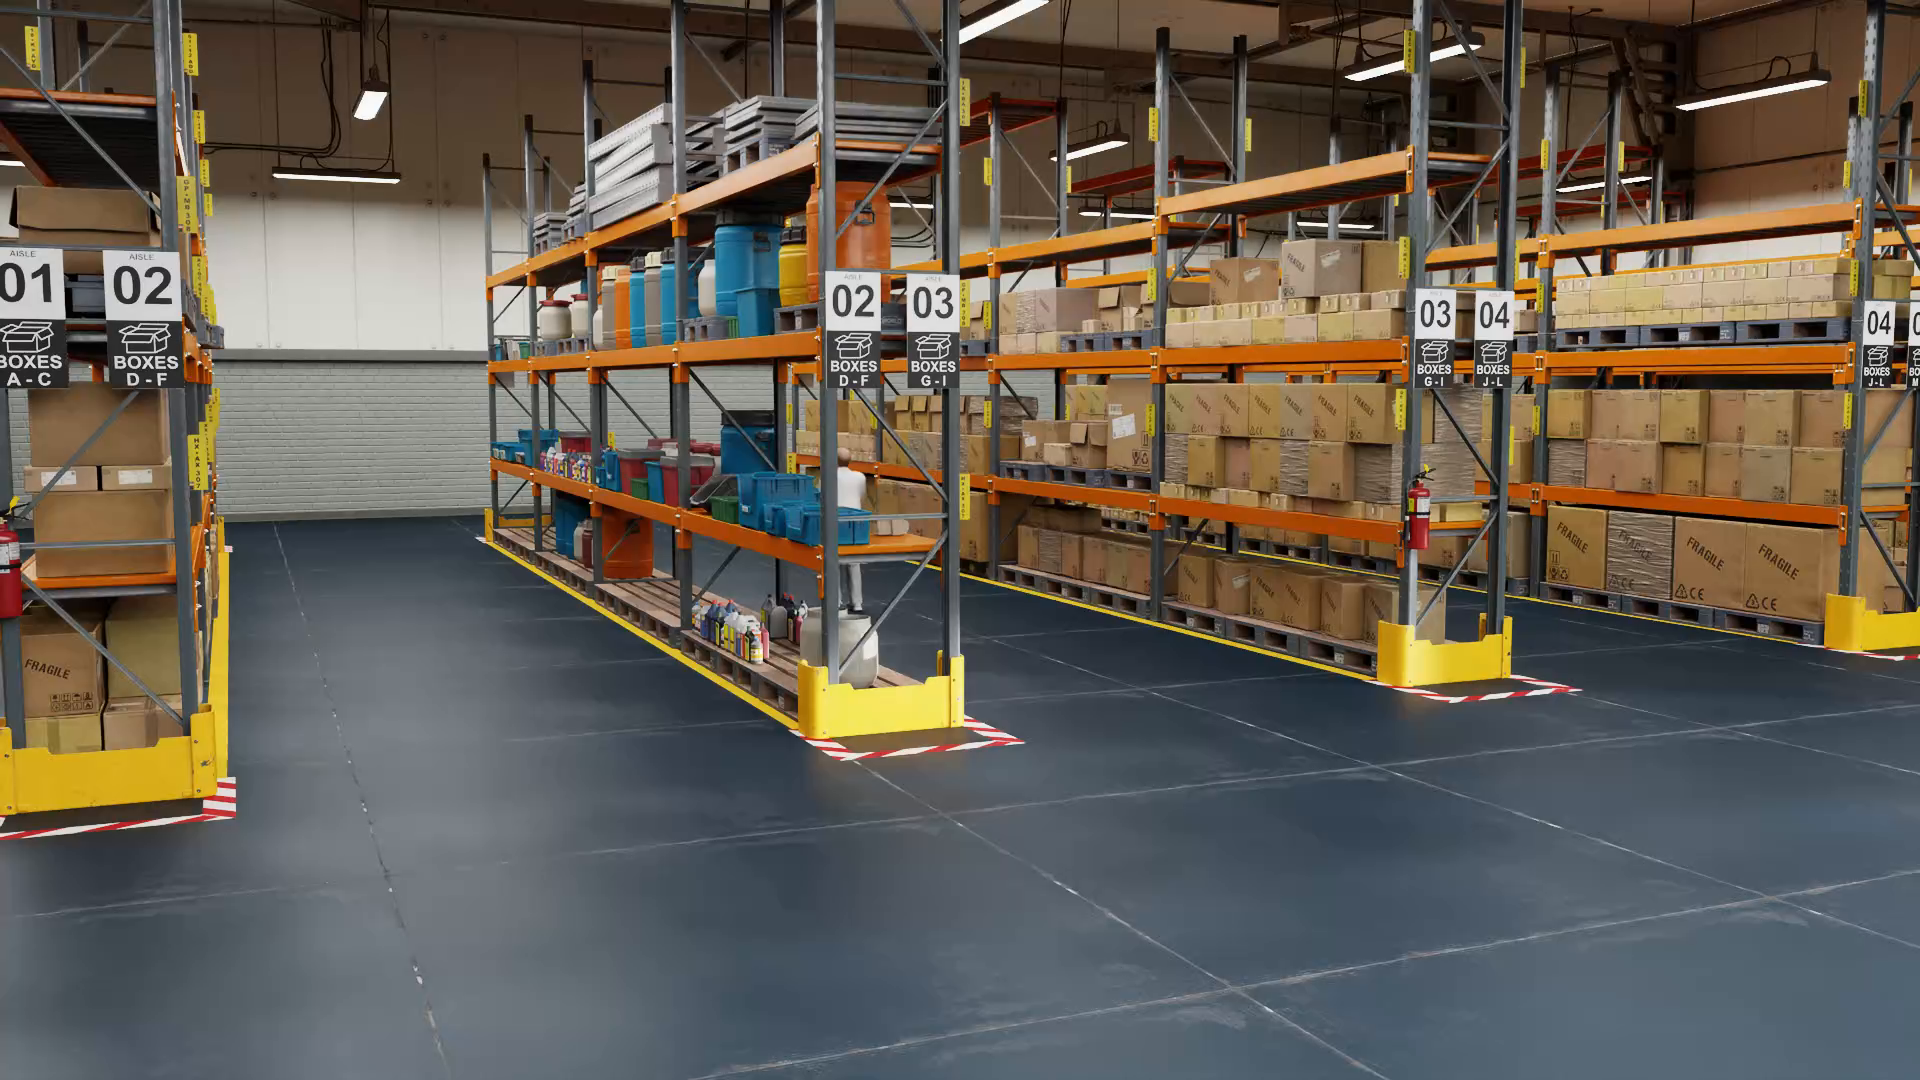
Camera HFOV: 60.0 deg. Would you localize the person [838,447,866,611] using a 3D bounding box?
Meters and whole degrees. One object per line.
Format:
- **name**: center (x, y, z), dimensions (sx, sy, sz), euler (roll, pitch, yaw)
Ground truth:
- **person**: center (-1.308, -0.122, 18.049), dimensions (0.528, 1.775, 0.548), euler (-2, 6, -23)
